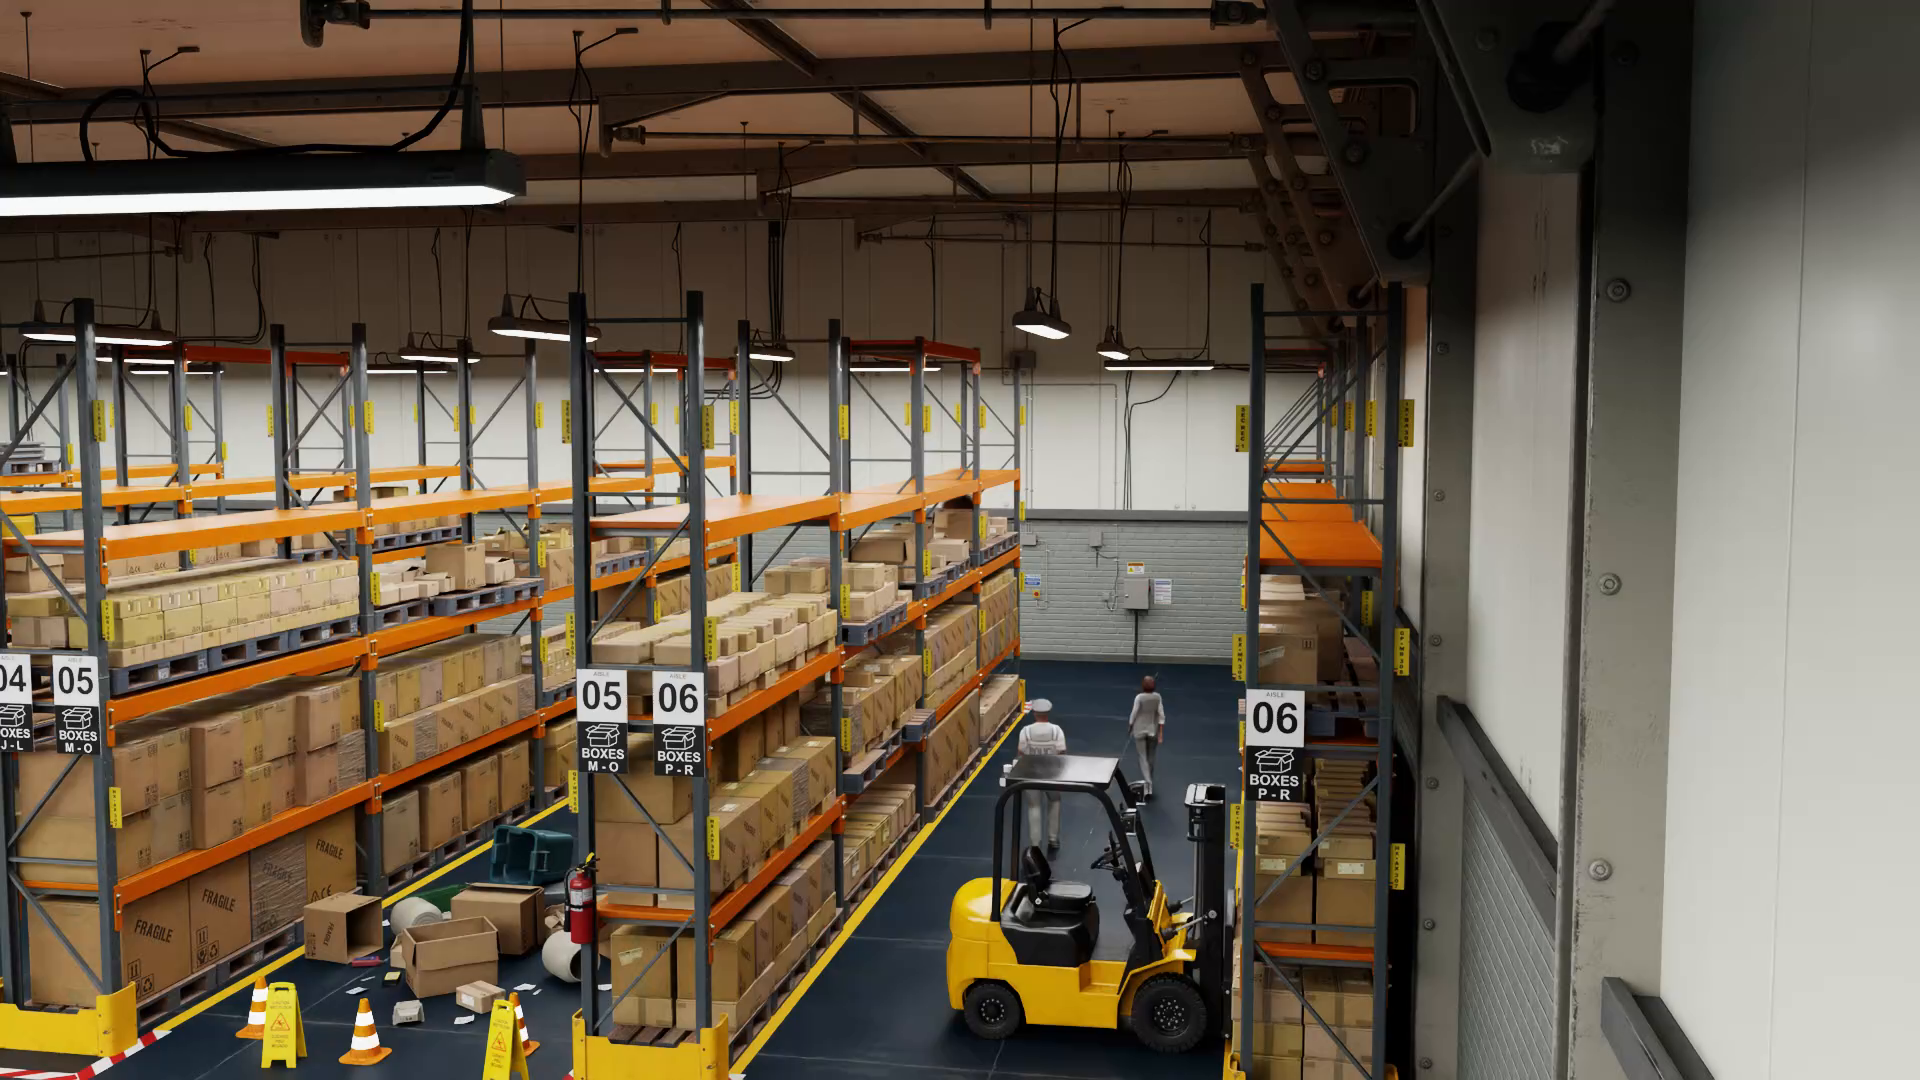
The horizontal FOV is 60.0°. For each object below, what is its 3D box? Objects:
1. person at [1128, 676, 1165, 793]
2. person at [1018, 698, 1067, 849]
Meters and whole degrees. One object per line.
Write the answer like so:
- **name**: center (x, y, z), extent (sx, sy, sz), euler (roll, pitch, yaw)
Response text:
- **person**: center (2.492, 2.578, 22.251), extent (0.462, 1.571, 0.841), euler (0, 5, -5)
- **person**: center (0.954, 2.737, 19.276), extent (0.567, 1.811, 0.687), euler (0, 5, 5)
